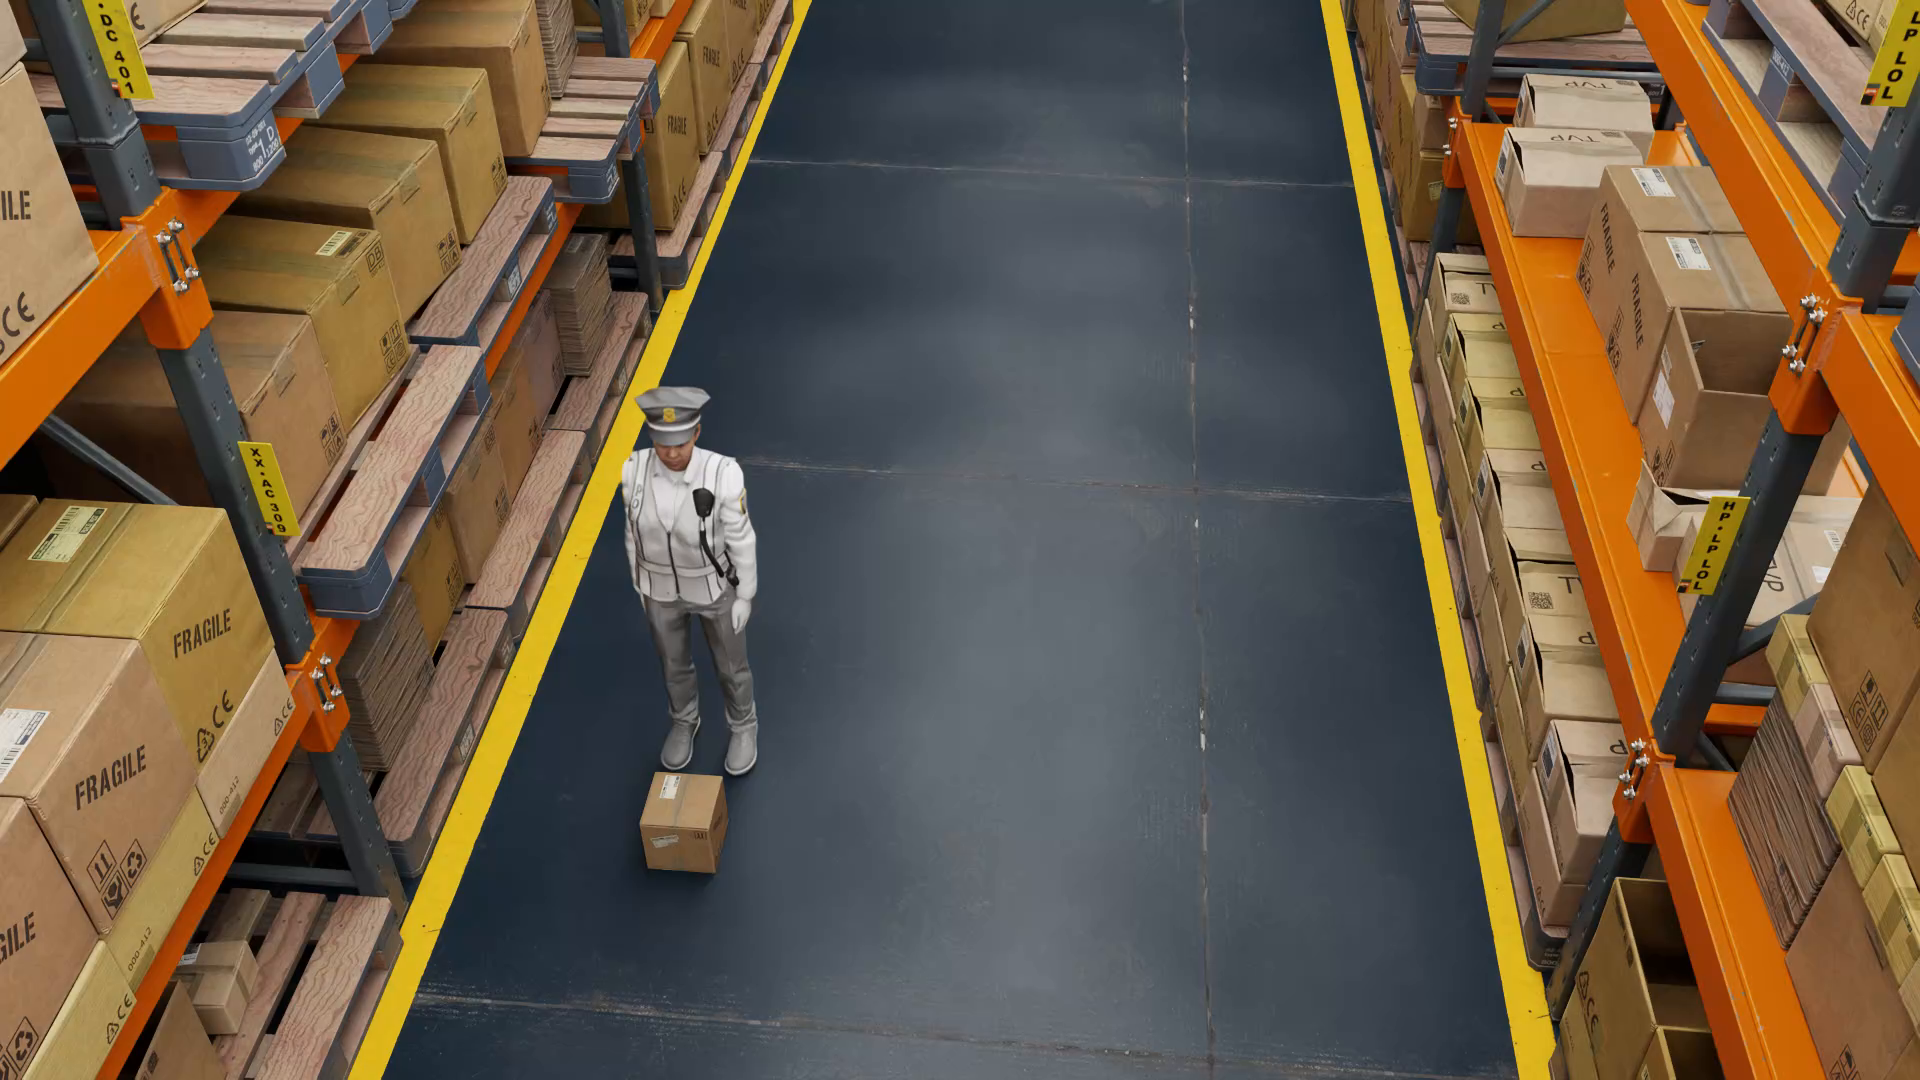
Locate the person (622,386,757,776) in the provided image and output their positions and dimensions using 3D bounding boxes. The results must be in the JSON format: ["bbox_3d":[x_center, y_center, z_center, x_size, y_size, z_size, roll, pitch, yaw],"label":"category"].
[{"bbox_3d":[-0.949,0.174,5.940,0.465,1.689,0.344,4,40,5],"label":"person"}]
